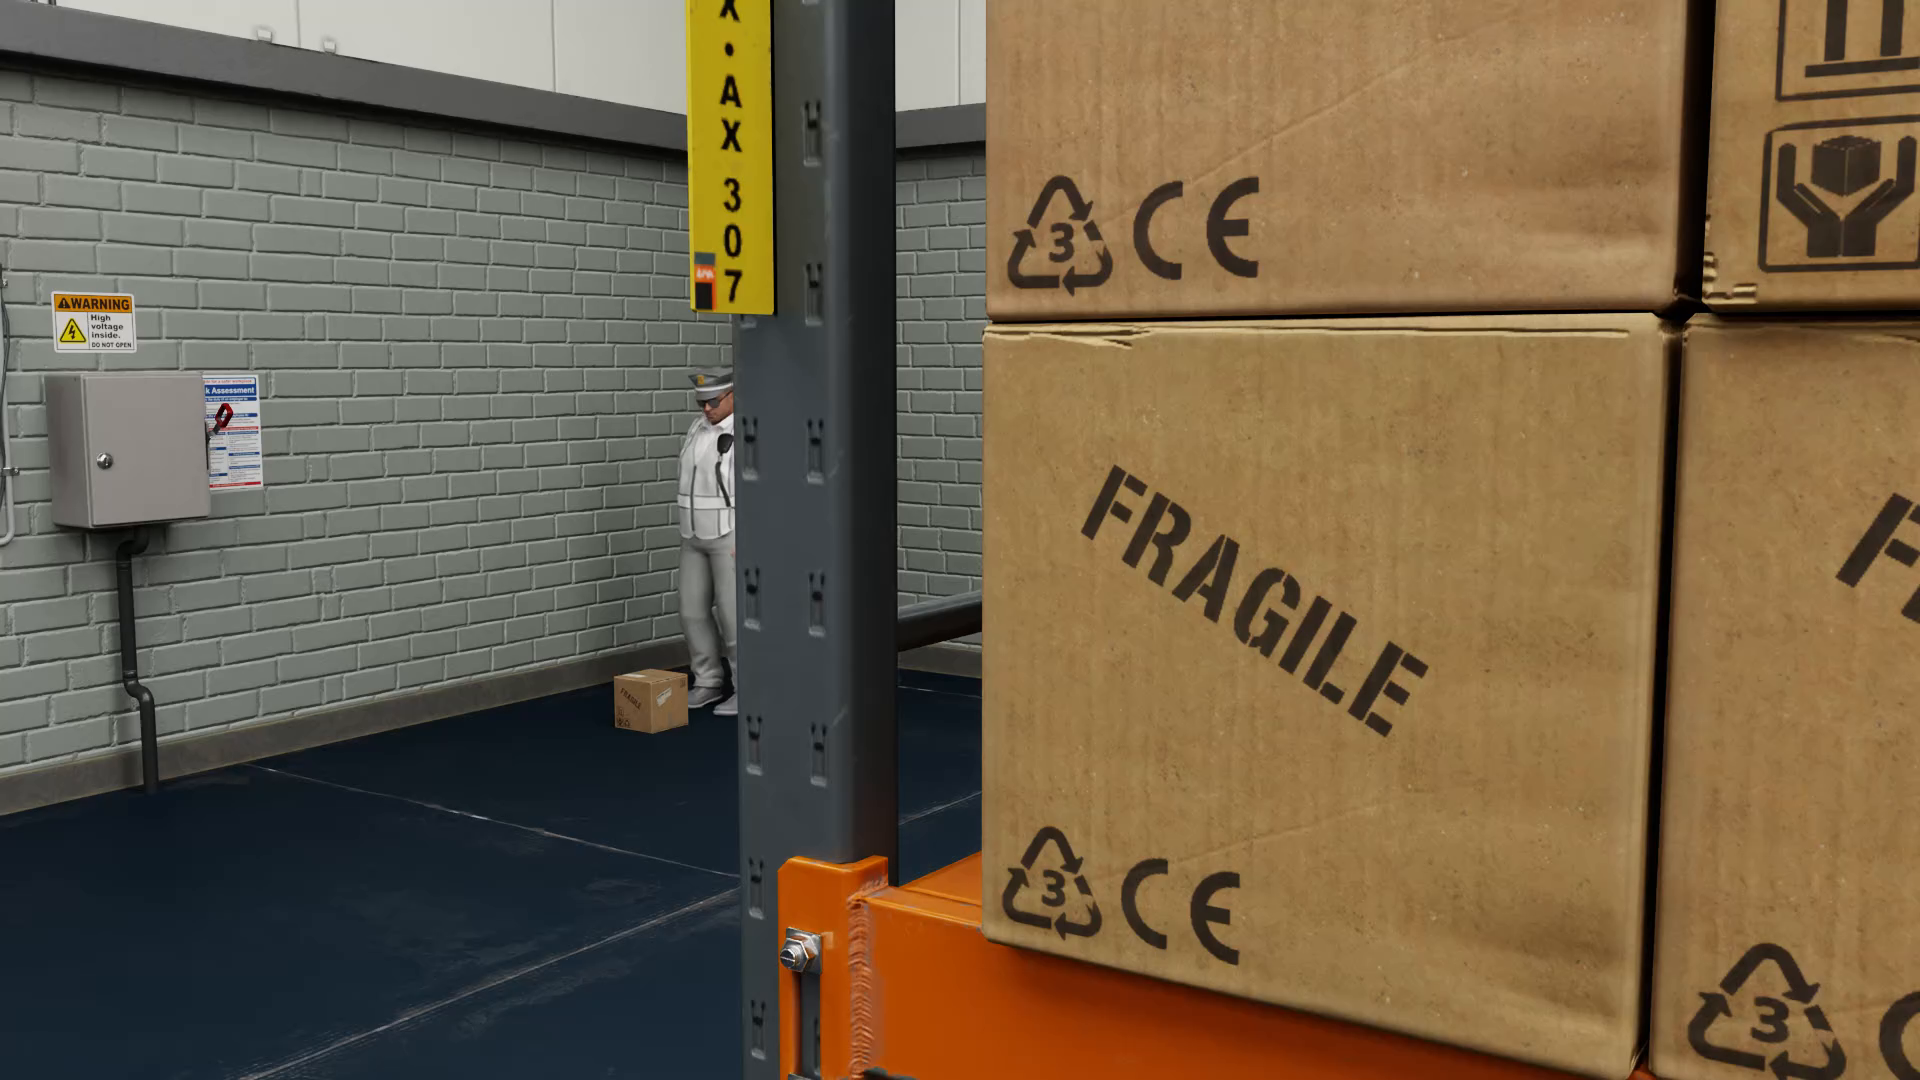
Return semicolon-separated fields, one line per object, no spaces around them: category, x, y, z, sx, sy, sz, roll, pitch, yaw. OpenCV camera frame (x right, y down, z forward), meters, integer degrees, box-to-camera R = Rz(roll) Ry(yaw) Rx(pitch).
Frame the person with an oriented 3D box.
person;-1.193;-0.002;8.368;0.534;1.735;0.389;4;8;35
